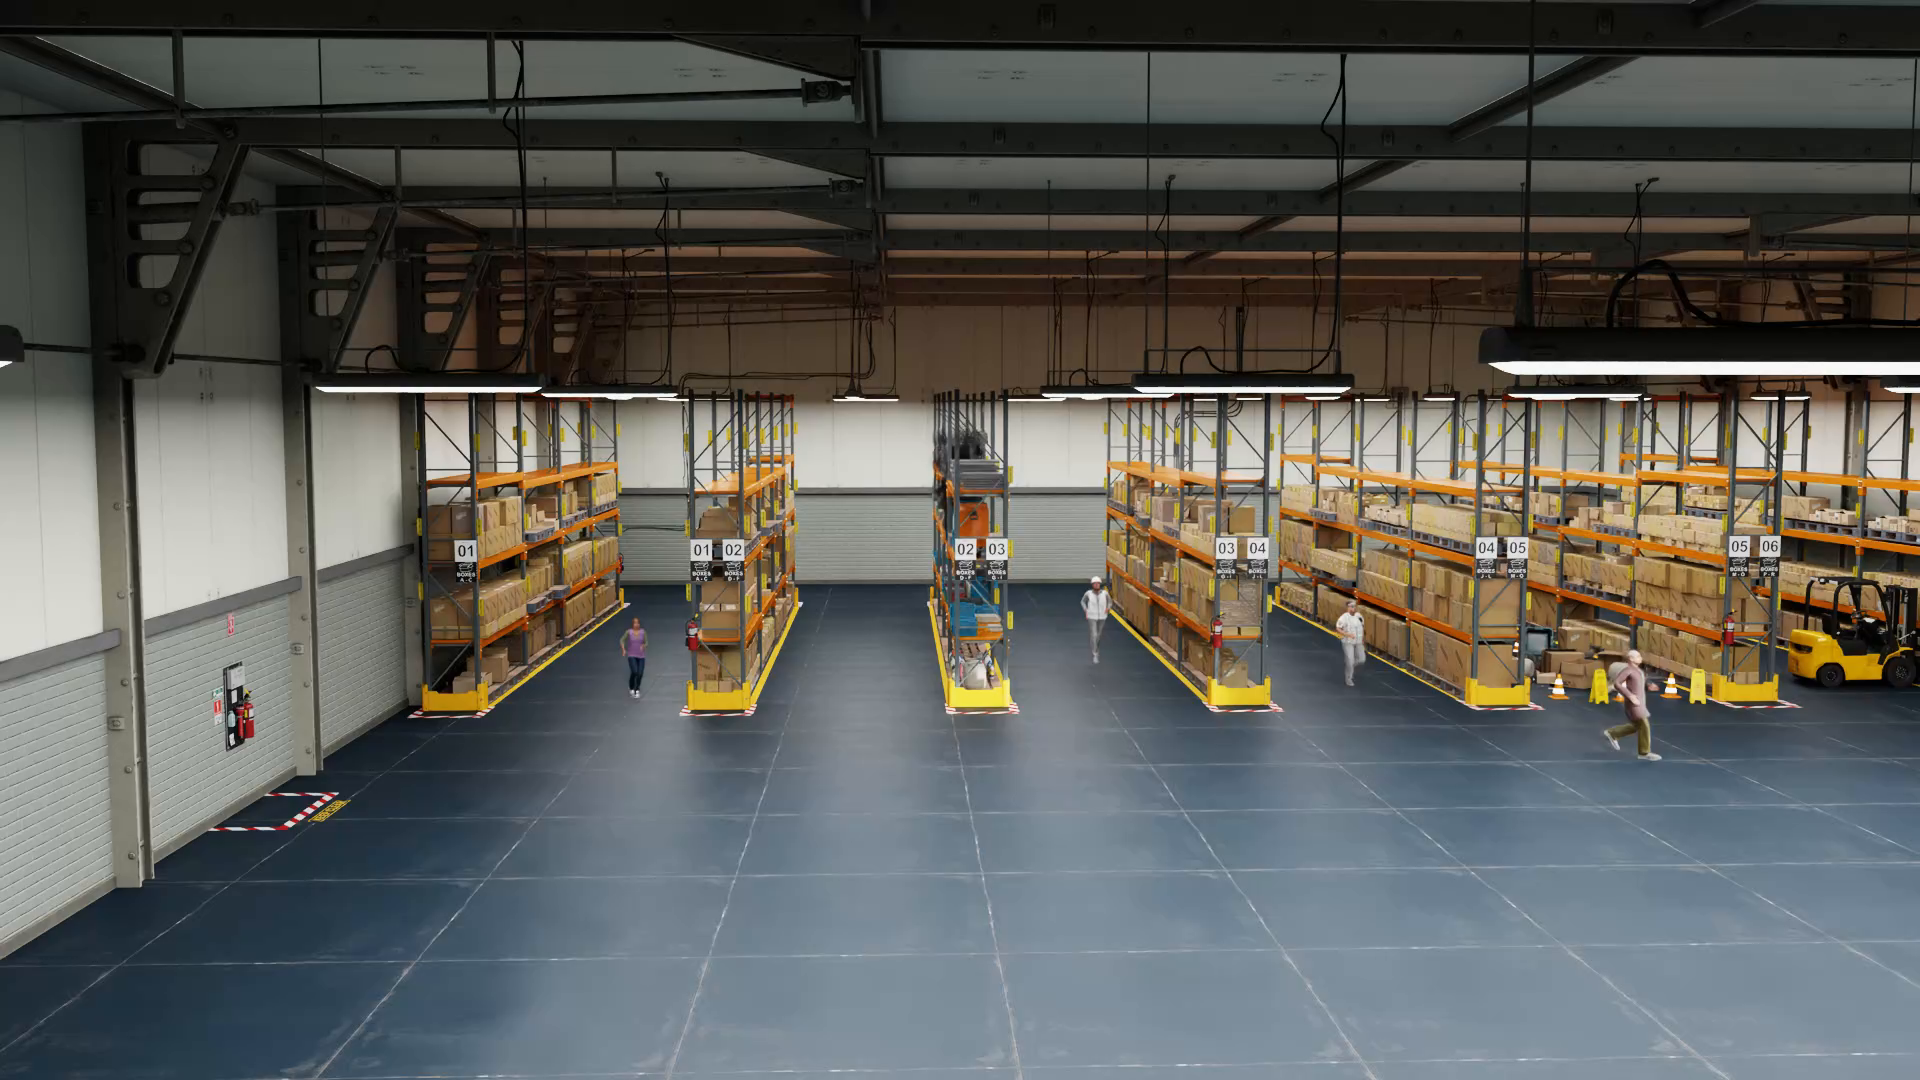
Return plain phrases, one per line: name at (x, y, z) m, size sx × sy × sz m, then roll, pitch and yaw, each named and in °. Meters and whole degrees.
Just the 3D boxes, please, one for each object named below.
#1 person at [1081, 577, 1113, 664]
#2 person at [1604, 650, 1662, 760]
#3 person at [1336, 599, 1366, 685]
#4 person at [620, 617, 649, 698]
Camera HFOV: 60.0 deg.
person at (2.901, 1.671, 35.190) m, size 0.658 × 1.814 × 0.797 m, roll -1°, pitch 5°, yaw -8°
person at (10.888, 2.651, 26.901) m, size 0.964 × 1.751 × 0.720 m, roll 4°, pitch 6°, yaw 40°
person at (8.032, 2.084, 33.981) m, size 0.705 × 1.752 × 0.571 m, roll -1°, pitch 5°, yaw -16°
person at (-6.293, 2.288, 32.284) m, size 0.514 × 1.574 × 0.645 m, roll -2°, pitch 5°, yaw -25°
